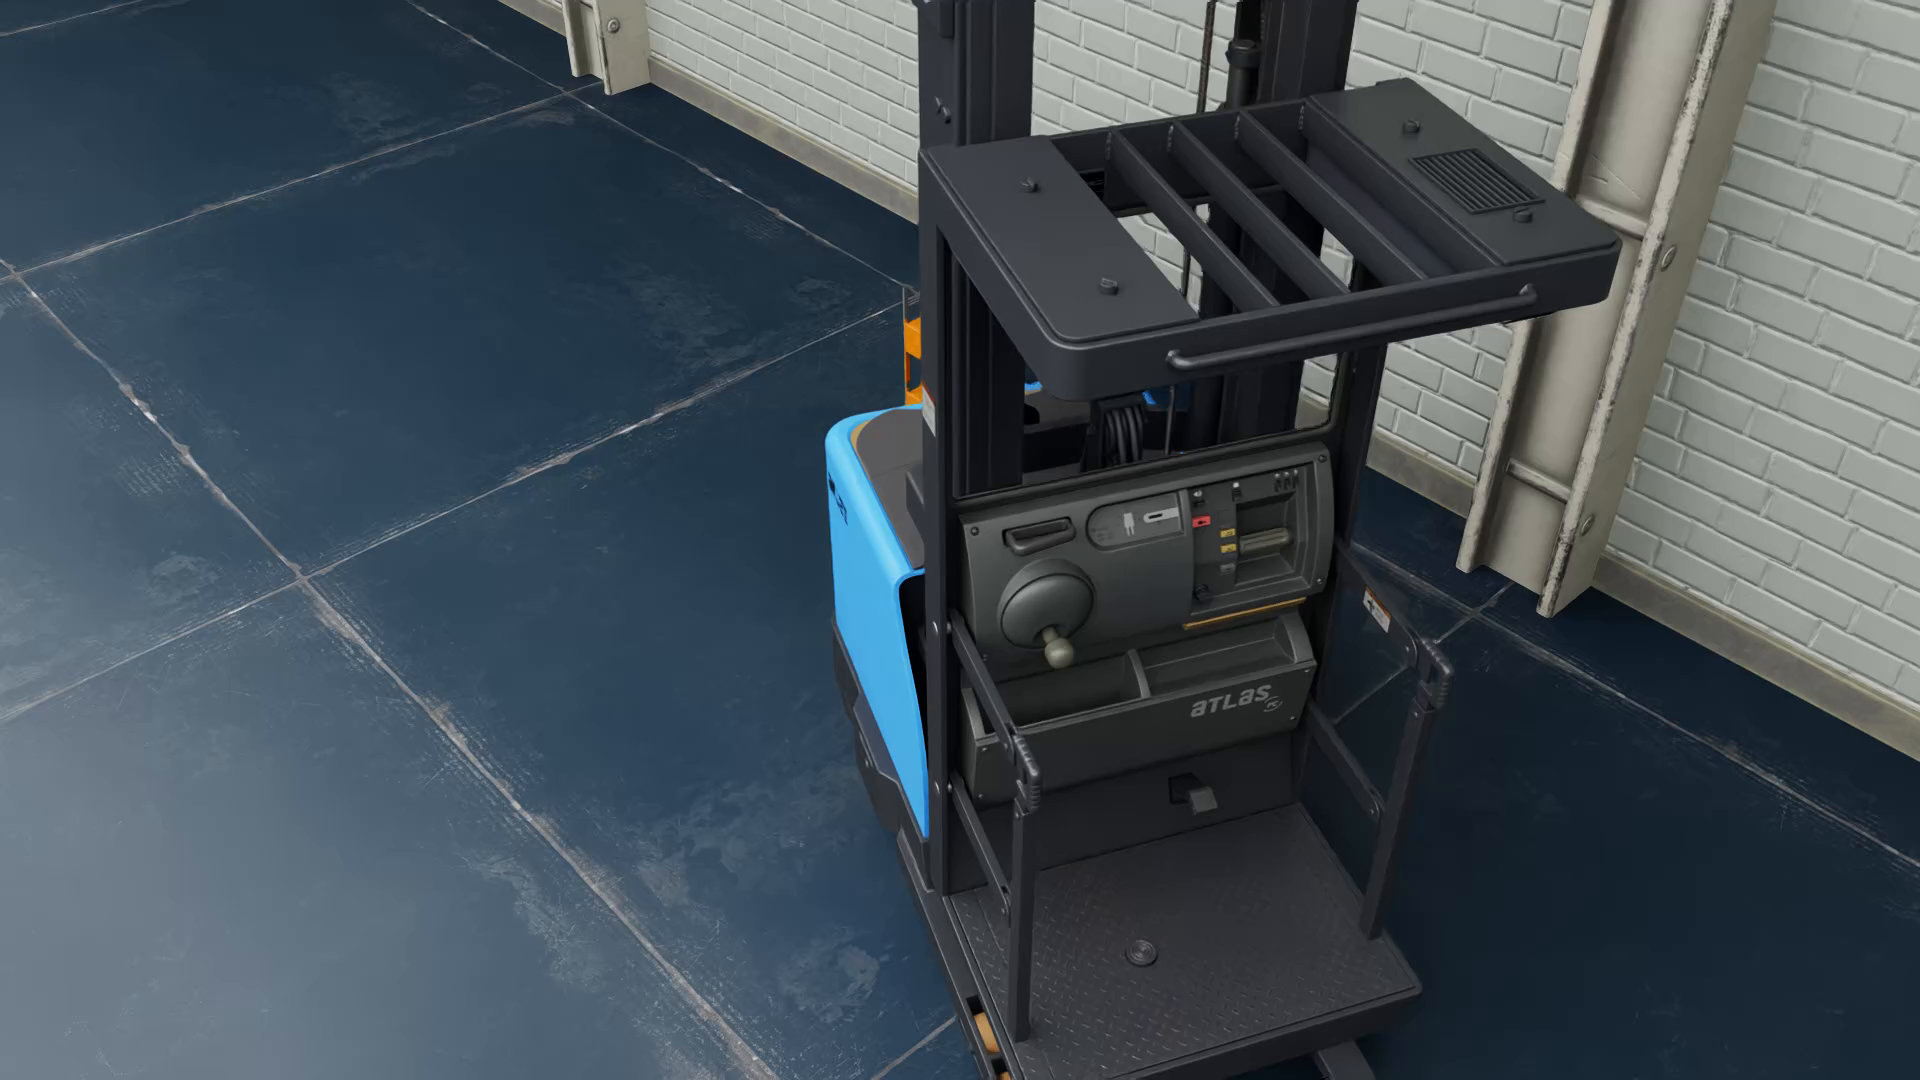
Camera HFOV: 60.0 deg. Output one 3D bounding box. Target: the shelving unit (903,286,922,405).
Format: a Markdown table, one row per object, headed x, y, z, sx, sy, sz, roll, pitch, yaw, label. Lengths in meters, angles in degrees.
| x | y | z | sx | sy | sz | roll | pitch | yaw | label |
| --- | --- | --- | --- | --- | --- | --- | --- | --- | --- |
| -0.036 | -0.433 | 5.951 | 0.215 | 1.050 | 0.252 | -30 | 48 | -32 | shelving unit |

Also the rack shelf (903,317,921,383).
| x | y | z | sx | sy | sz | roll | pitch | yaw | label |
| --- | --- | --- | --- | --- | --- | --- | --- | --- | --- |
| -0.036 | -0.646 | 5.779 | 0.215 | 0.259 | 0.240 | -30 | 48 | -32 | rack shelf |

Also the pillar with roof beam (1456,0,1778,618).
| x | y | z | sx | sy | sz | roll | pitch | yaw | label |
| --- | --- | --- | --- | --- | --- | --- | --- | --- | --- |
| -1.100 | -1.548 | 1.005 | 9.100 | 9.000 | 0.400 | -30 | 48 | -32 | pillar with roof beam |

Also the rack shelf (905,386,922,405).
| x | y | z | sx | sy | sz | roll | pitch | yaw | label |
| --- | --- | --- | --- | --- | --- | --- | --- | --- | --- |
| -0.036 | -0.425 | 5.957 | 0.215 | 0.259 | 0.240 | -30 | 48 | -32 | rack shelf |

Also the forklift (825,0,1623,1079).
| x | y | z | sx | sy | sz | roll | pitch | yaw | label |
| --- | --- | --- | --- | --- | --- | --- | --- | --- | --- |
| 0.528 | 0.115 | 3.775 | 1.130 | 2.935 | 3.031 | -12 | 40 | -14 | forklift |

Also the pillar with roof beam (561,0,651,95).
| x | y | z | sx | sy | sz | roll | pitch | yaw | label |
| --- | --- | --- | --- | --- | --- | --- | --- | --- | --- |
| -5.158 | -4.325 | 4.443 | 9.100 | 9.000 | 0.400 | -30 | 48 | -32 | pillar with roof beam |

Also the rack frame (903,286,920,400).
| x | y | z | sx | sy | sz | roll | pitch | yaw | label |
| --- | --- | --- | --- | --- | --- | --- | --- | --- | --- |
| -0.119 | -0.490 | 6.021 | 0.200 | 1.050 | 0.008 | -30 | 48 | -32 | rack frame |
